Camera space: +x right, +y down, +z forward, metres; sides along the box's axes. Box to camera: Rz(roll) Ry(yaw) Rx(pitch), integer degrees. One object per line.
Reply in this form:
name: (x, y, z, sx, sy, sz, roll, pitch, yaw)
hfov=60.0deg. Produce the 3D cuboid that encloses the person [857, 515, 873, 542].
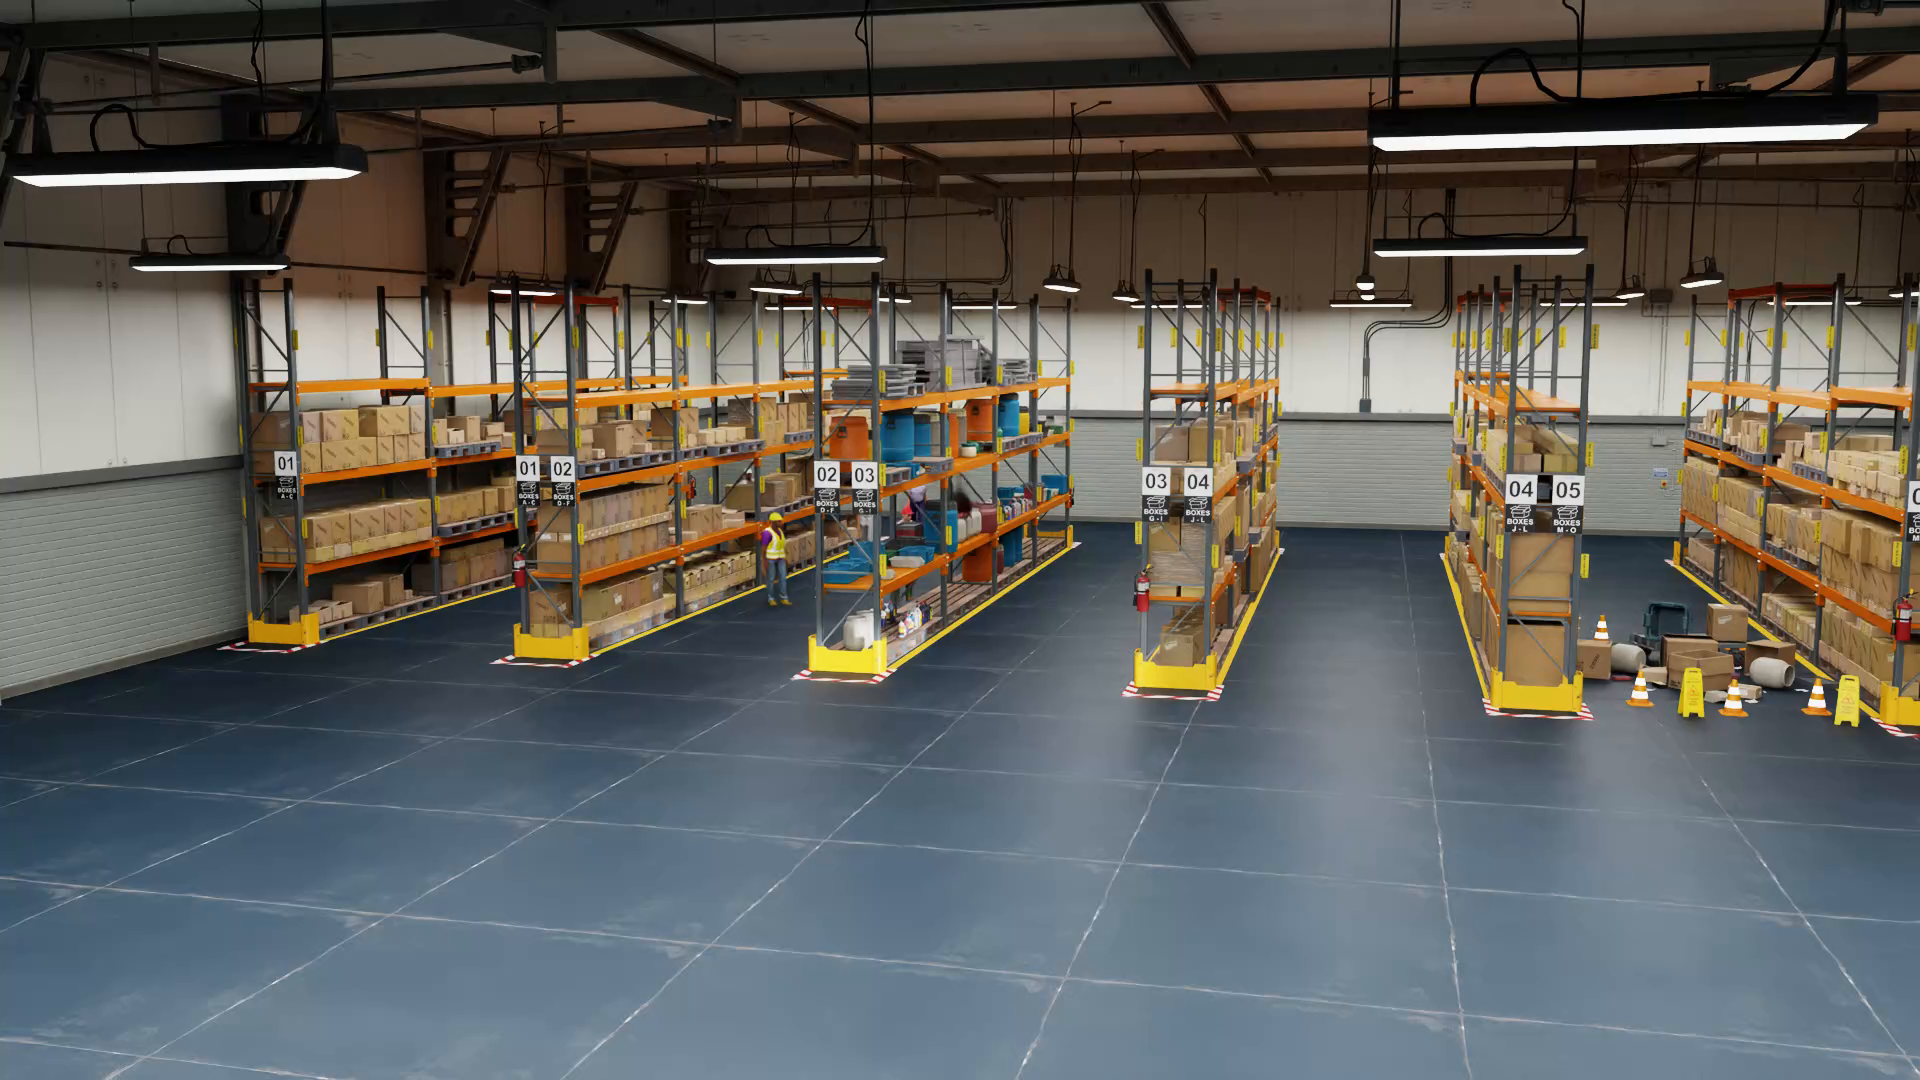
person: (-2.088, -0.350, 37.969, 0.495, 1.623, 0.929, 2, 7, 19)

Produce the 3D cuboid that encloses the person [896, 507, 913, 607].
person: (-0.992, 0.299, 31.129, 0.606, 1.856, 0.402, -4, 8, -27)

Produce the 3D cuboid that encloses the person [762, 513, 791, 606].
person: (-3.500, 0.364, 31.462, 0.619, 1.771, 0.397, -6, 9, -40)

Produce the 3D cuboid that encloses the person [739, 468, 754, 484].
person: (-5.301, -0.920, 42.214, 0.489, 1.824, 0.567, 4, 8, 27)

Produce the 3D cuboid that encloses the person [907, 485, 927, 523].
person: (-1.095, -0.875, 42.488, 0.504, 1.592, 0.979, 0, 7, 2)
